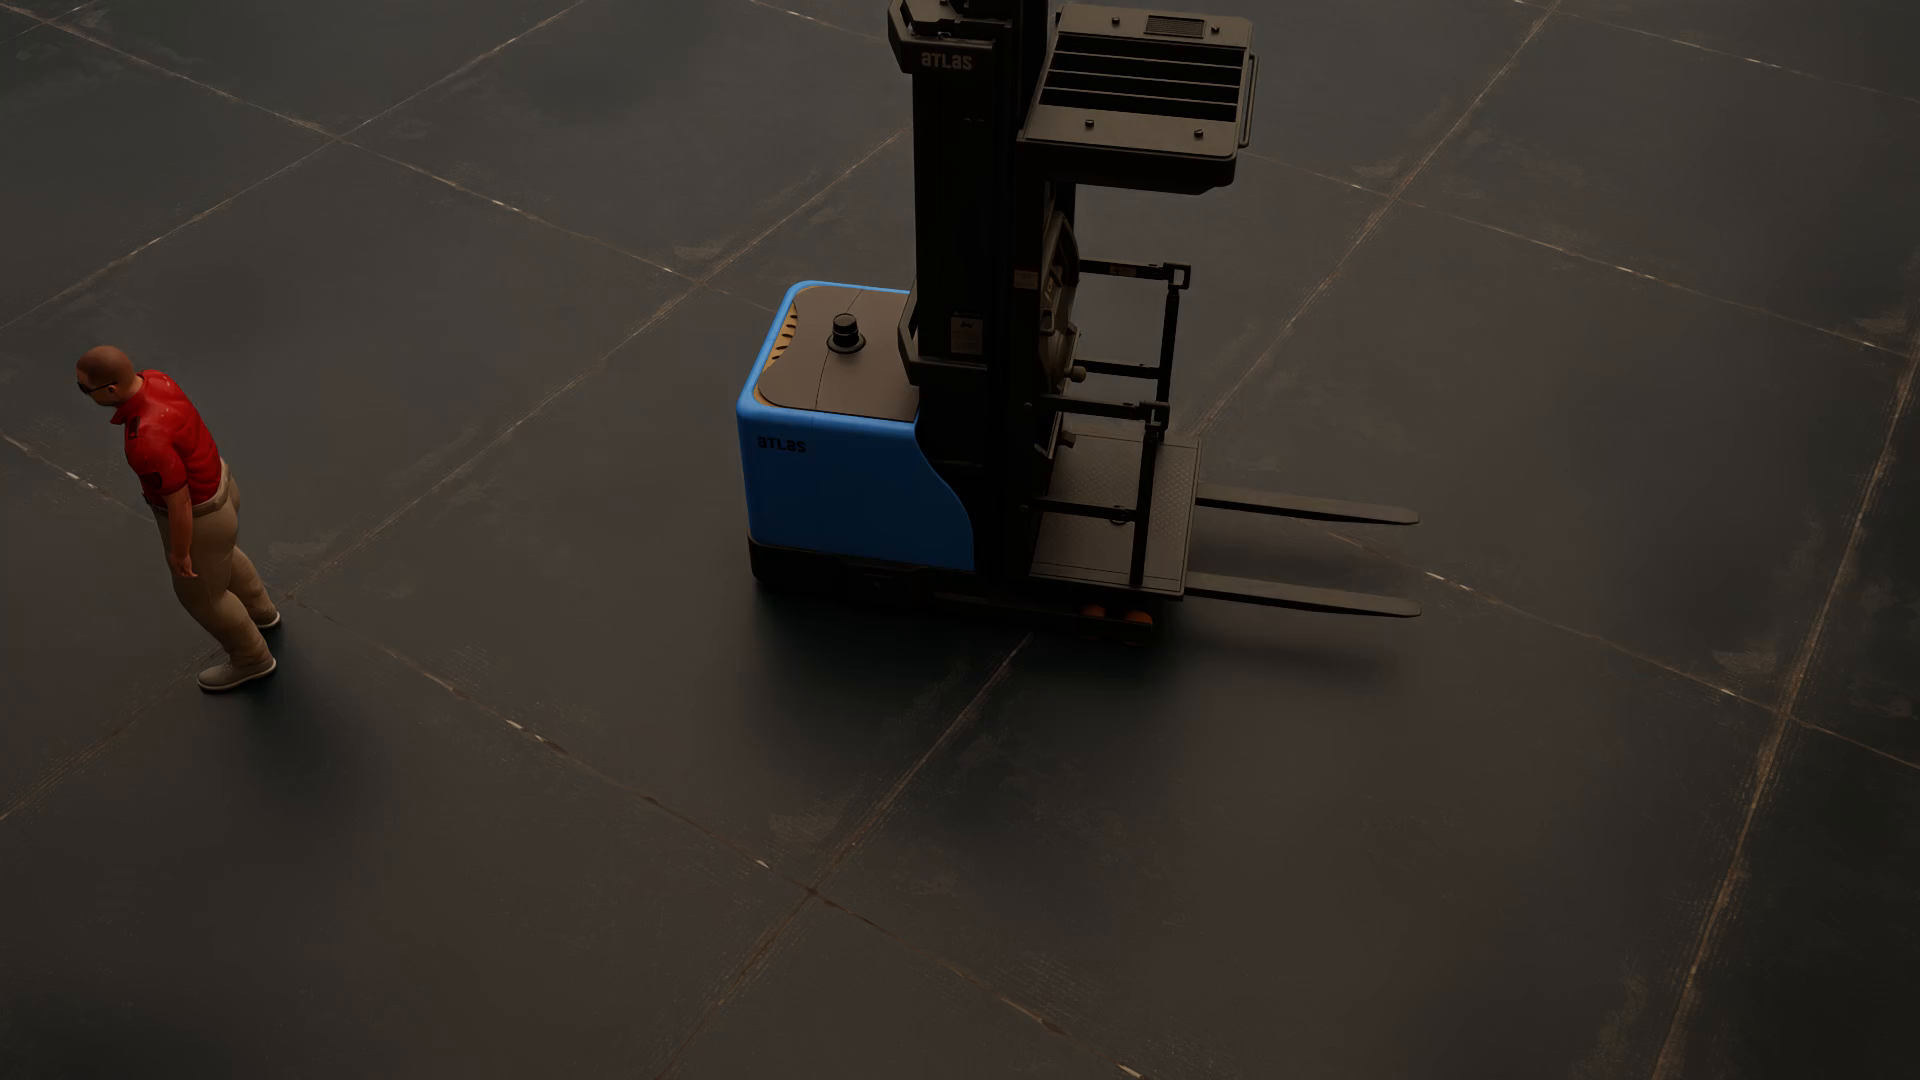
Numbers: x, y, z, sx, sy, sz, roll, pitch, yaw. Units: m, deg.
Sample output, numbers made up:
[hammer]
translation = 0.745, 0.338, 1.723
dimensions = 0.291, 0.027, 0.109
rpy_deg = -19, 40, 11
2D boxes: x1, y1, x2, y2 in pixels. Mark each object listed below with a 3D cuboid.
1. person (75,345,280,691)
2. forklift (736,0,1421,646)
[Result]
[person]
translation = -3.183, -0.116, 6.846
dimensions = 0.399, 1.726, 0.600
rpy_deg = -10, 44, -11
[forklift]
translation = 0.598, -0.987, 6.890
dimensions = 3.031, 2.935, 1.130
rpy_deg = 7, 44, 8
